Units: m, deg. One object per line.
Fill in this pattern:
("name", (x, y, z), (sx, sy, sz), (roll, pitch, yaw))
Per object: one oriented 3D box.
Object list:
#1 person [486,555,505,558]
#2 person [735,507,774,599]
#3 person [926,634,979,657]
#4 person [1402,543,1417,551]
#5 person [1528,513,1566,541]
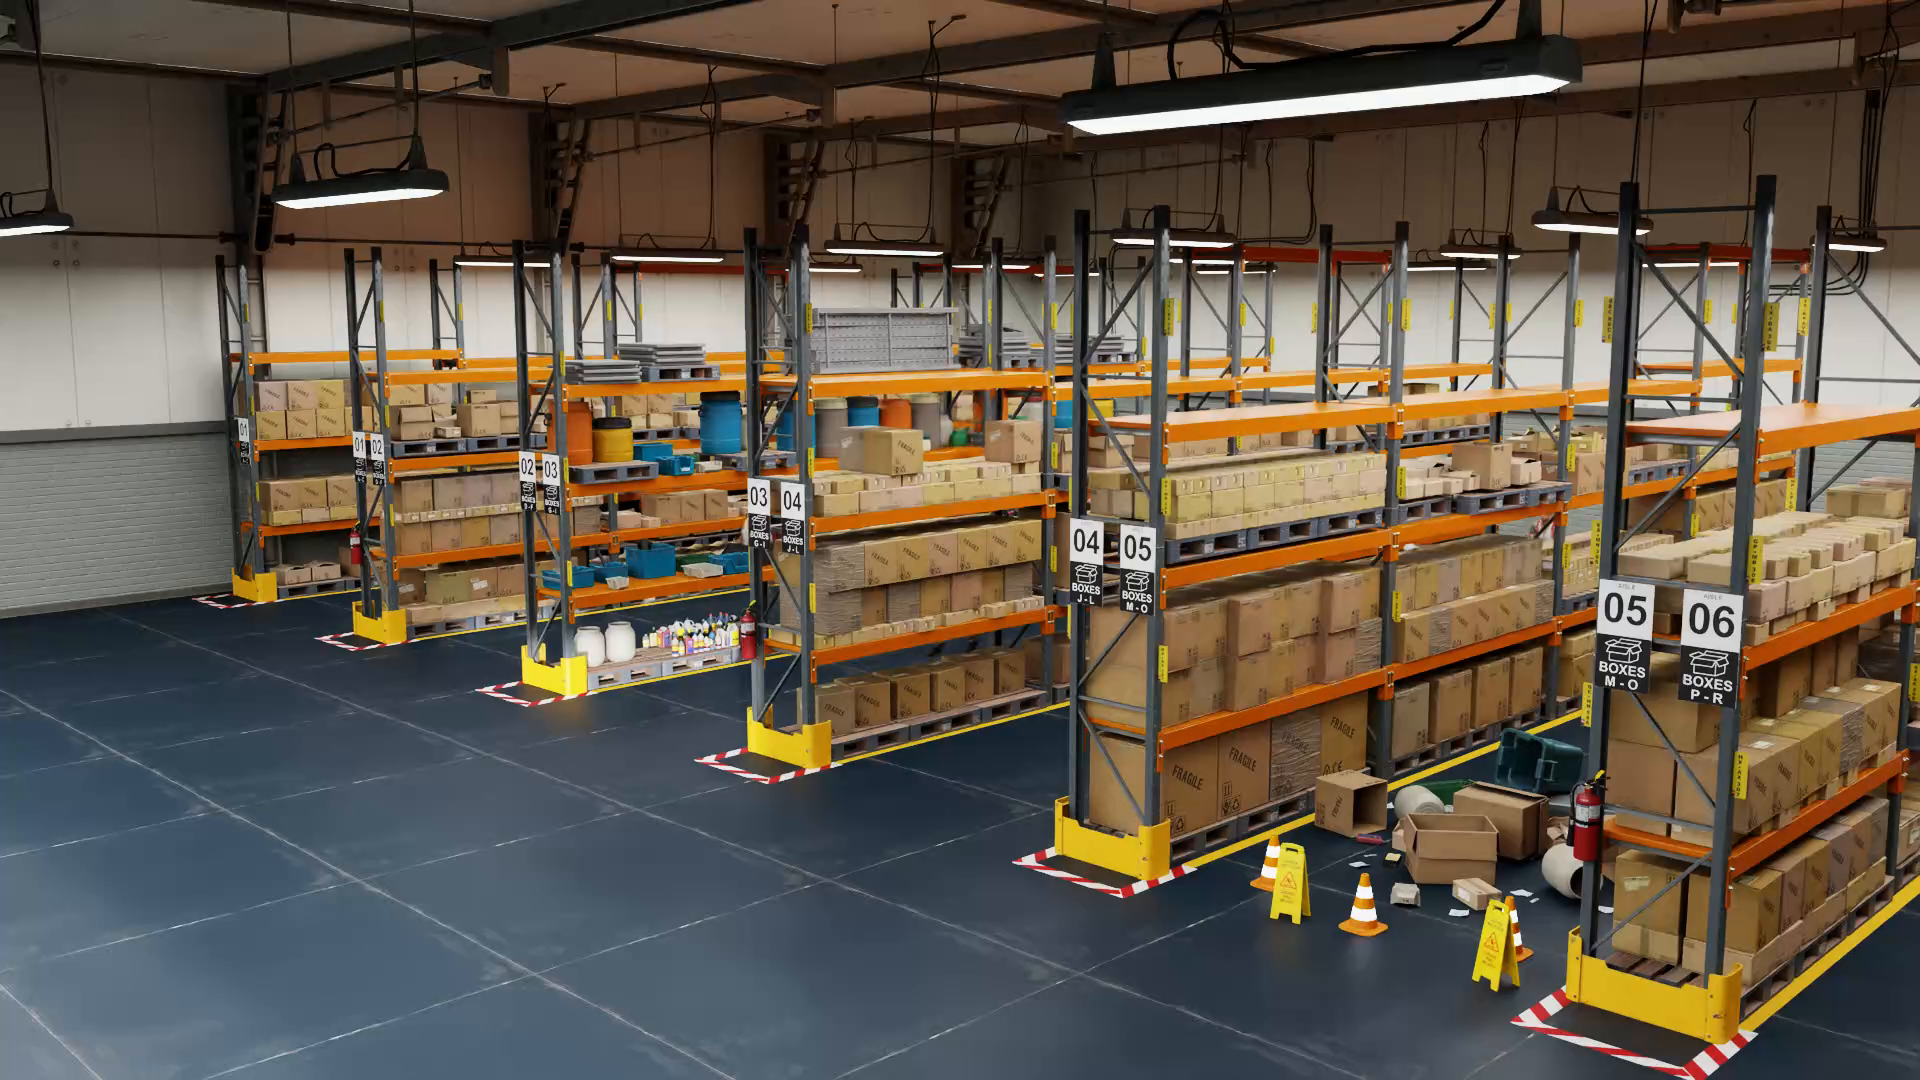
("person", (-8.143, 0.225, 29.162), (0.592, 1.702, 0.747), (5, 9, 31))
("person", (-3.320, 0.285, 26.960), (0.592, 1.787, 0.707), (7, 11, 42))
("person", (-0.119, 0.755, 23.072), (0.656, 1.761, 0.897), (7, 11, 42))
("person", (6.339, 0.948, 23.540), (0.643, 1.844, 0.876), (5, 10, 32))
("person", (10.053, 0.257, 28.559), (0.693, 1.729, 0.763), (5, 9, 30))
